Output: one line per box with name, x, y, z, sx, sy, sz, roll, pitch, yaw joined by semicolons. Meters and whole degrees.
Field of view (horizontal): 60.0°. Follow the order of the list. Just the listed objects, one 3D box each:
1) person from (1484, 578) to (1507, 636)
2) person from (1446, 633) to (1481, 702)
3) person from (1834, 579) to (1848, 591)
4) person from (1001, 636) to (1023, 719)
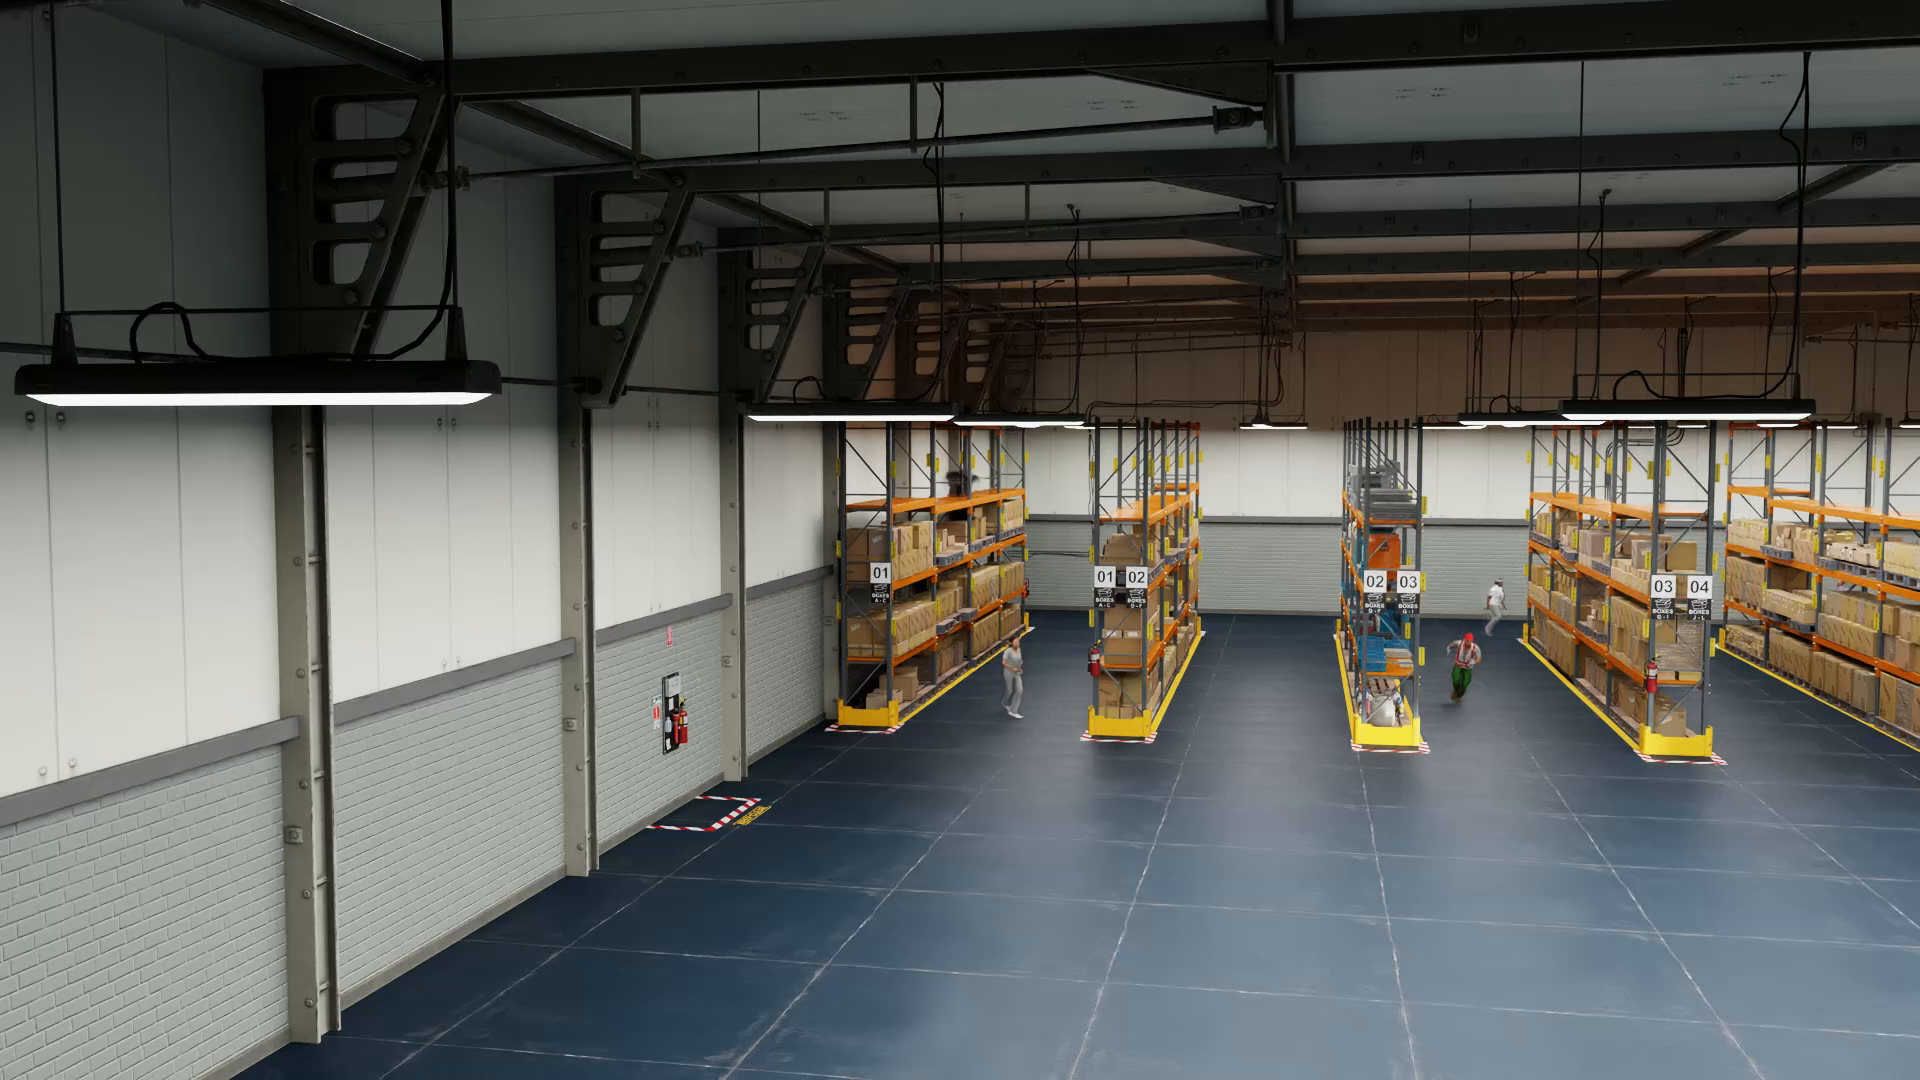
person;15.001;1.877;46.631;0.525;1.628;0.694;3;5;42
person;10.563;2.676;34.859;0.679;1.538;1.029;1;4;13
person;24.432;1.938;46.198;0.838;1.603;0.580;-1;4;-20
person;1.000;2.730;33.475;0.541;1.651;0.819;-2;4;-29
